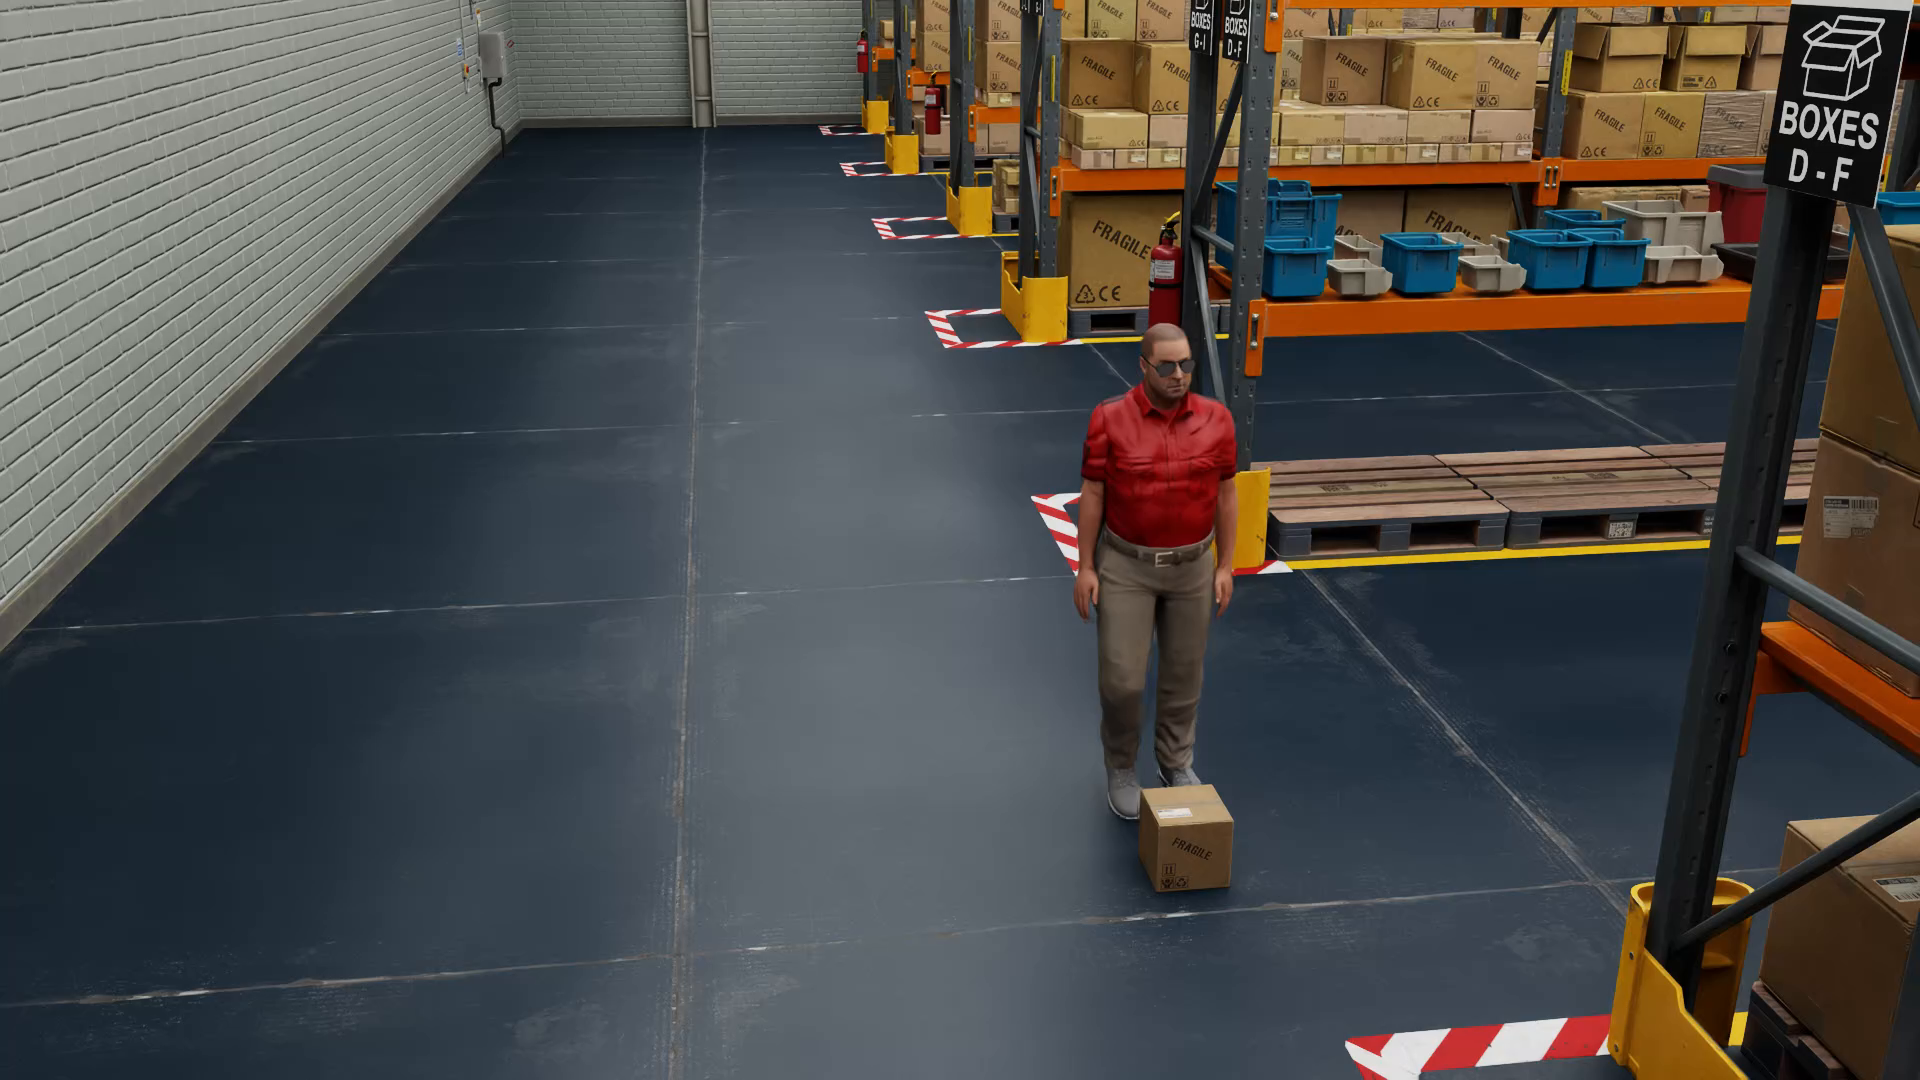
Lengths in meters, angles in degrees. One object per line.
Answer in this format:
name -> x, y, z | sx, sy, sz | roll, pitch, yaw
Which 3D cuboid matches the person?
person -> 0.675, 0.120, 5.728 | 0.425, 1.554, 0.370 | -3, 20, -8
